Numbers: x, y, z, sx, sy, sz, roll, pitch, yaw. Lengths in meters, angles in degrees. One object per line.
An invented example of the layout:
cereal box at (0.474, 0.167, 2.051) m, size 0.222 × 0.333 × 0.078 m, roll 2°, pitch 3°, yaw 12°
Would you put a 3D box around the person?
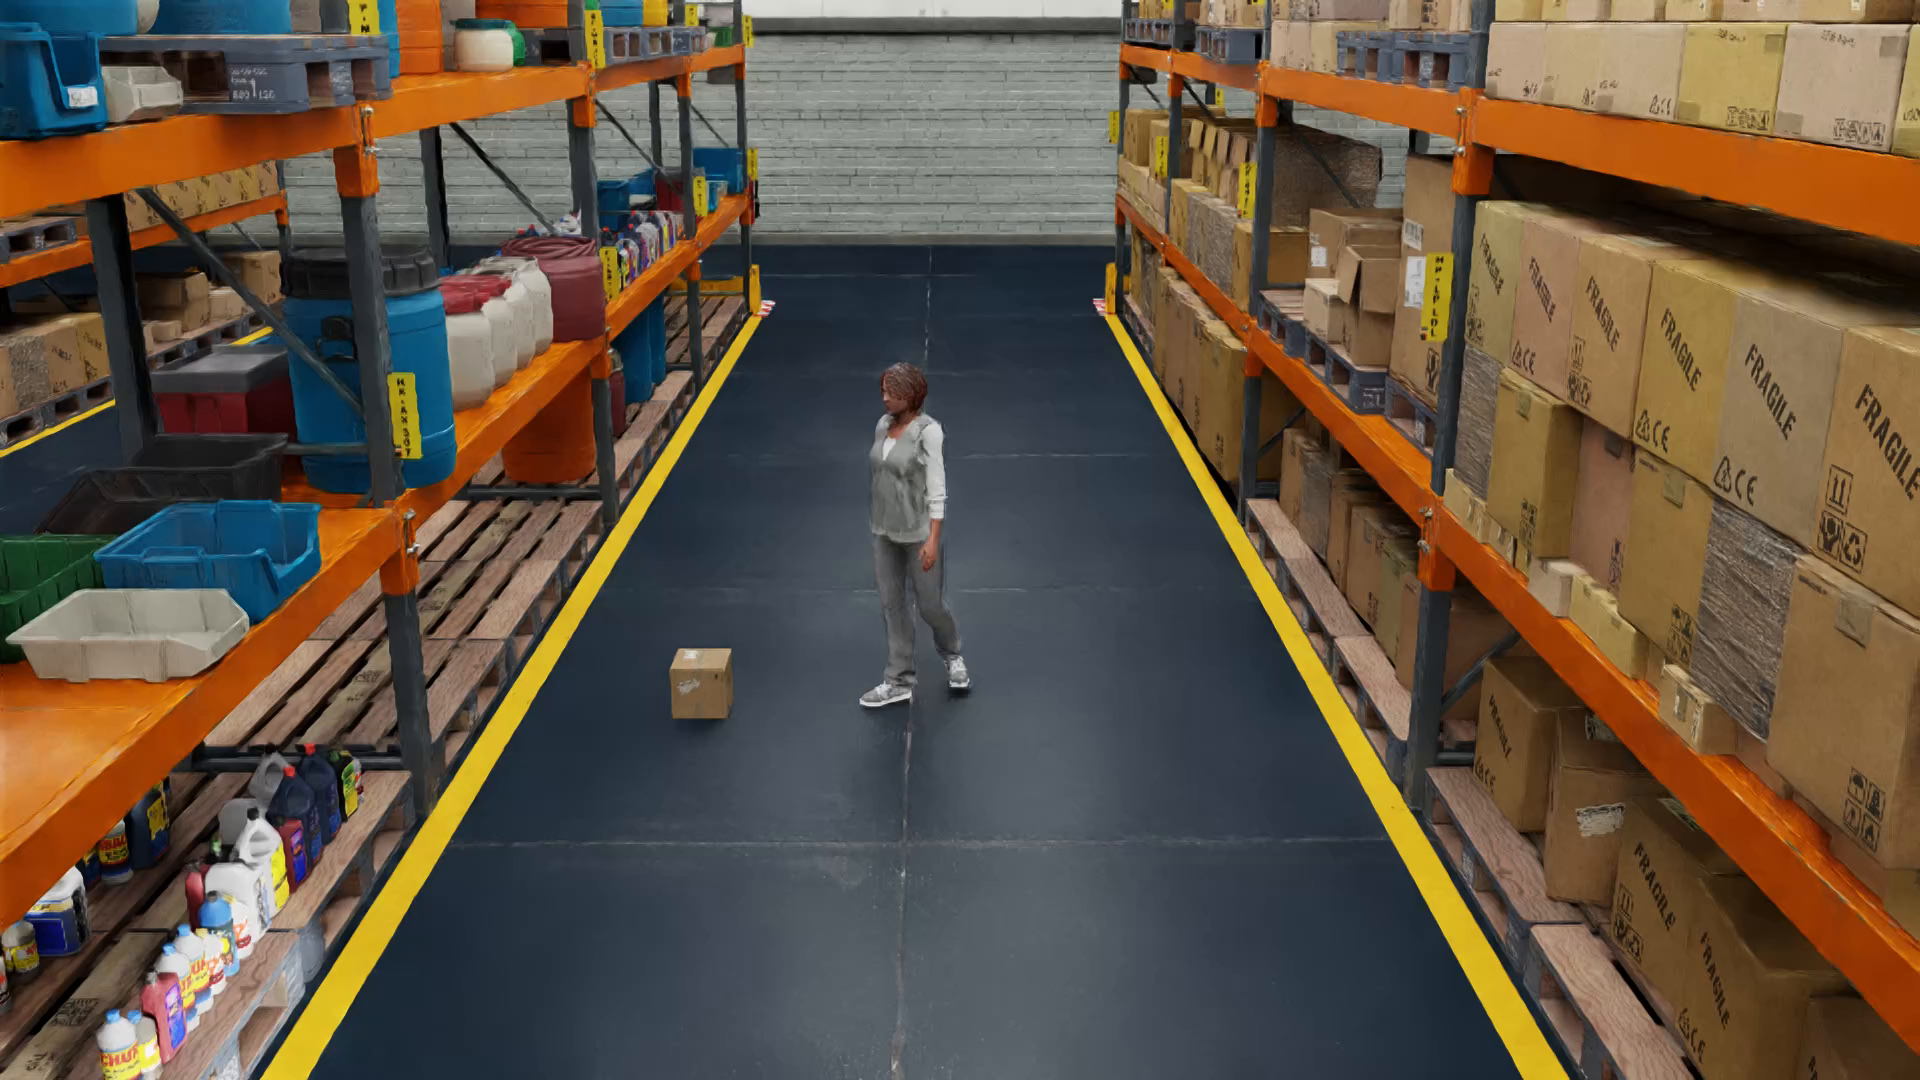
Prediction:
person at (-0.218, -0.030, 7.654) m, size 0.463 × 1.597 × 0.576 m, roll 14°, pitch 22°, yaw 38°
